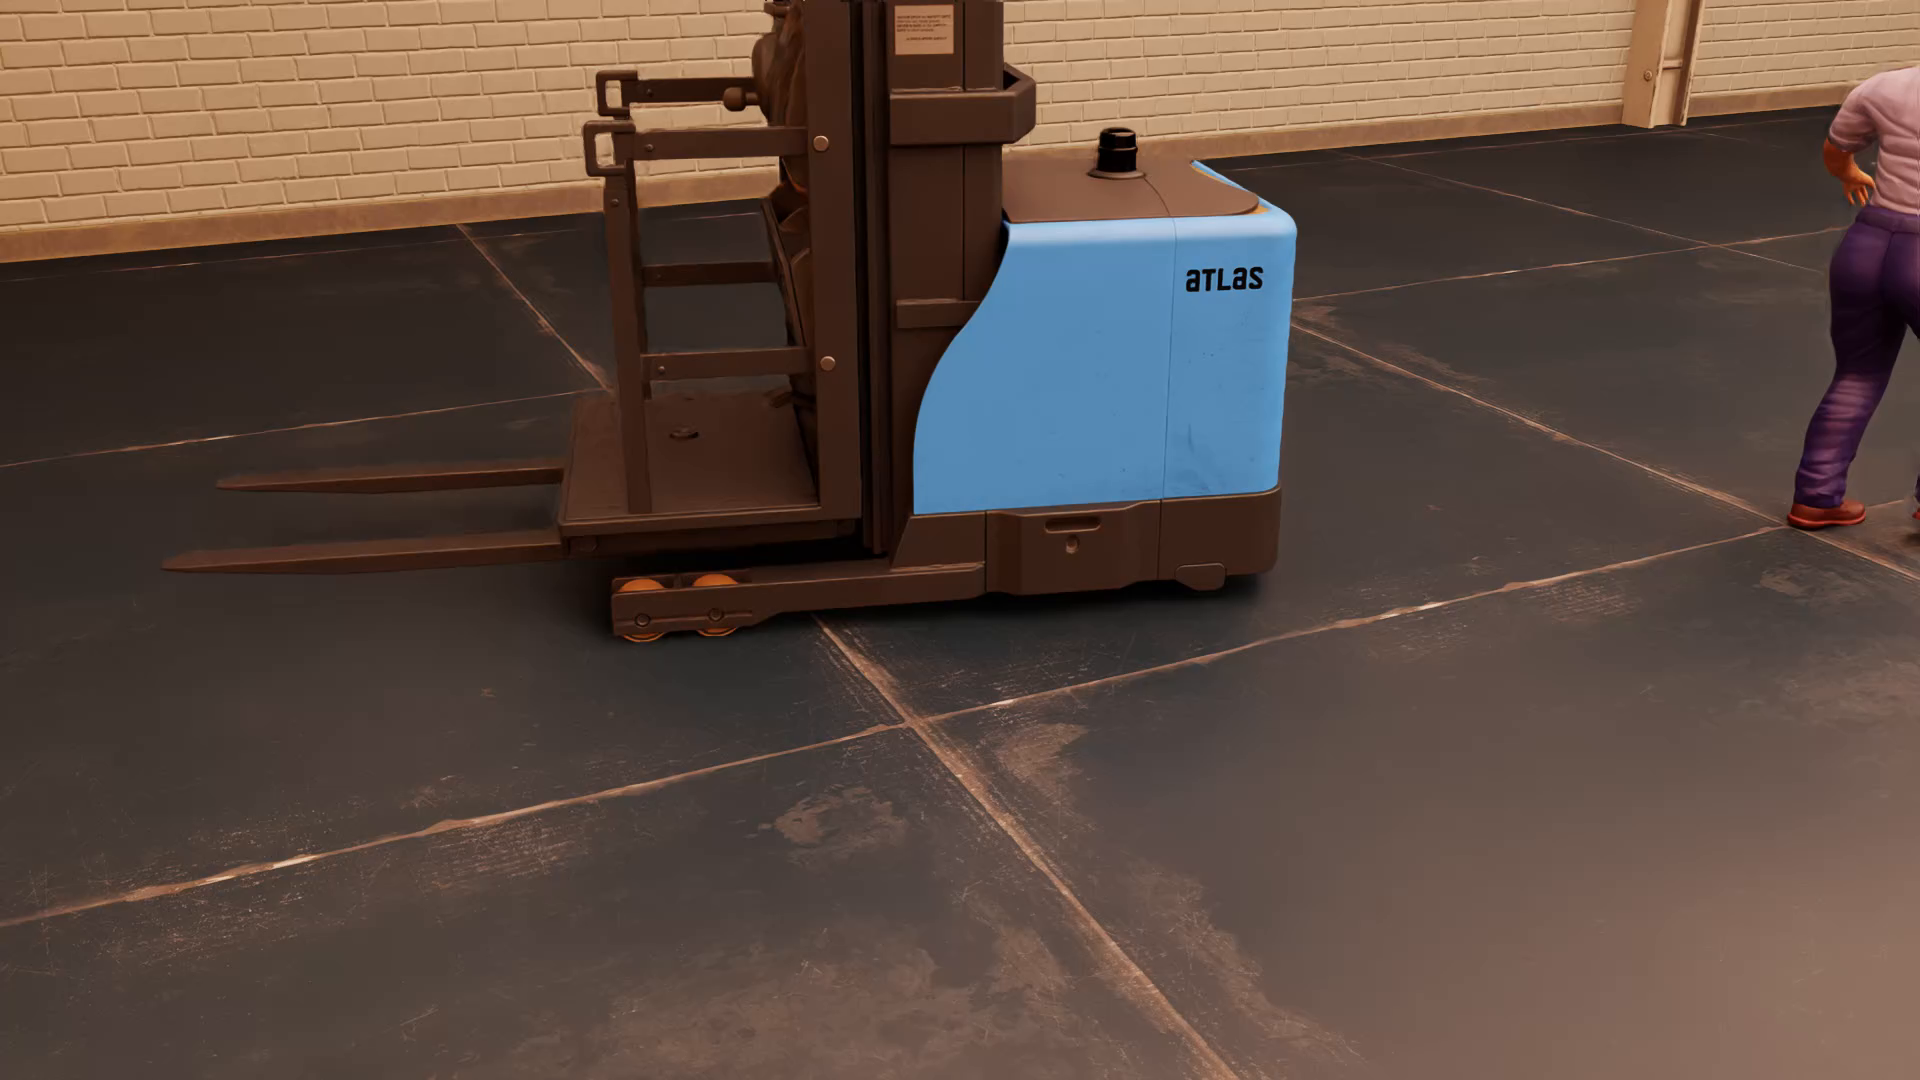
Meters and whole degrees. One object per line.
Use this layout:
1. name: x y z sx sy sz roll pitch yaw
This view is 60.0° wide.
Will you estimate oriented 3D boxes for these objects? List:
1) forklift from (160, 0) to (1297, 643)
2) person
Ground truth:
1. forklift: -0.657 -1.298 4.410 3.031 2.935 1.130 -4 23 -9
2. person: 2.886 -0.772 4.930 0.554 1.680 0.907 -11 25 -25
